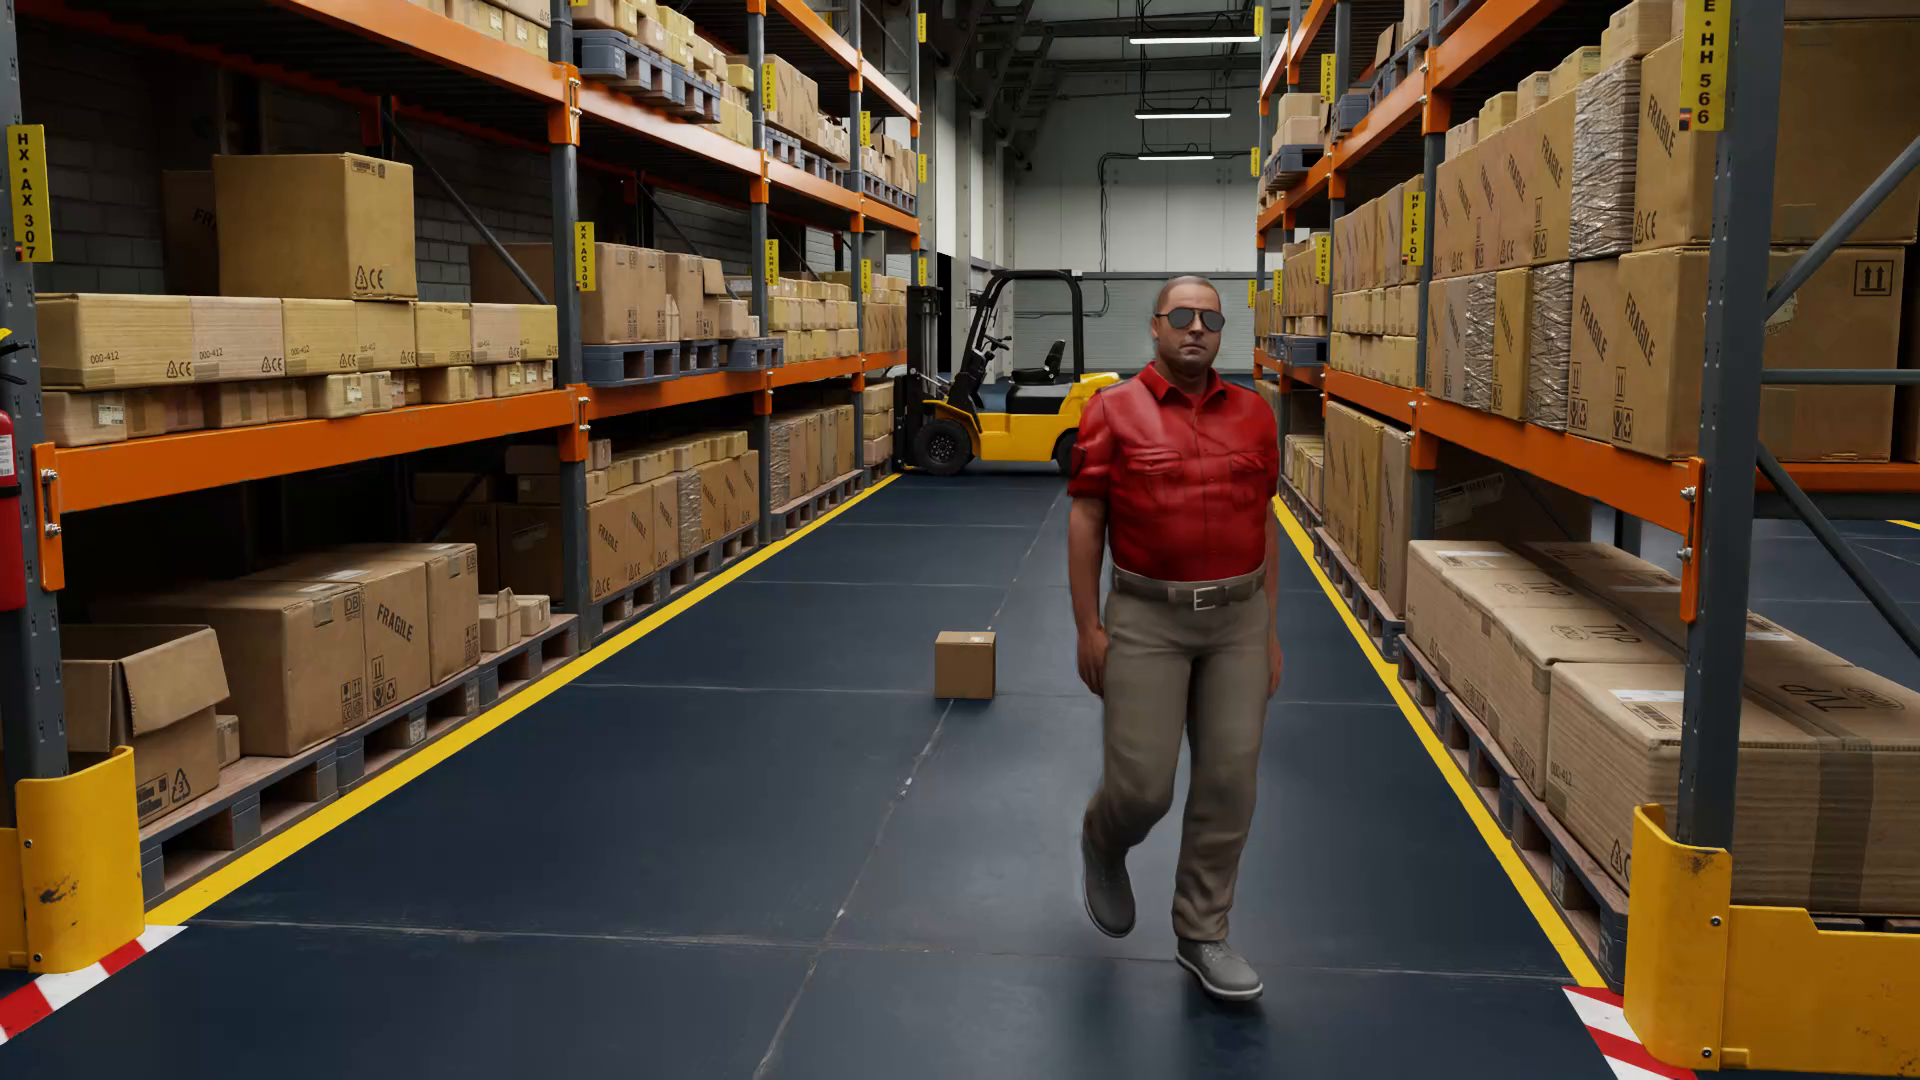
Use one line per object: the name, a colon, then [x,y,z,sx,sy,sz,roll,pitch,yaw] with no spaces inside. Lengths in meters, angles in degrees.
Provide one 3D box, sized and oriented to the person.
person: [0.541,-0.112,4.000,0.538,1.035,0.340,-2,8,-14]
